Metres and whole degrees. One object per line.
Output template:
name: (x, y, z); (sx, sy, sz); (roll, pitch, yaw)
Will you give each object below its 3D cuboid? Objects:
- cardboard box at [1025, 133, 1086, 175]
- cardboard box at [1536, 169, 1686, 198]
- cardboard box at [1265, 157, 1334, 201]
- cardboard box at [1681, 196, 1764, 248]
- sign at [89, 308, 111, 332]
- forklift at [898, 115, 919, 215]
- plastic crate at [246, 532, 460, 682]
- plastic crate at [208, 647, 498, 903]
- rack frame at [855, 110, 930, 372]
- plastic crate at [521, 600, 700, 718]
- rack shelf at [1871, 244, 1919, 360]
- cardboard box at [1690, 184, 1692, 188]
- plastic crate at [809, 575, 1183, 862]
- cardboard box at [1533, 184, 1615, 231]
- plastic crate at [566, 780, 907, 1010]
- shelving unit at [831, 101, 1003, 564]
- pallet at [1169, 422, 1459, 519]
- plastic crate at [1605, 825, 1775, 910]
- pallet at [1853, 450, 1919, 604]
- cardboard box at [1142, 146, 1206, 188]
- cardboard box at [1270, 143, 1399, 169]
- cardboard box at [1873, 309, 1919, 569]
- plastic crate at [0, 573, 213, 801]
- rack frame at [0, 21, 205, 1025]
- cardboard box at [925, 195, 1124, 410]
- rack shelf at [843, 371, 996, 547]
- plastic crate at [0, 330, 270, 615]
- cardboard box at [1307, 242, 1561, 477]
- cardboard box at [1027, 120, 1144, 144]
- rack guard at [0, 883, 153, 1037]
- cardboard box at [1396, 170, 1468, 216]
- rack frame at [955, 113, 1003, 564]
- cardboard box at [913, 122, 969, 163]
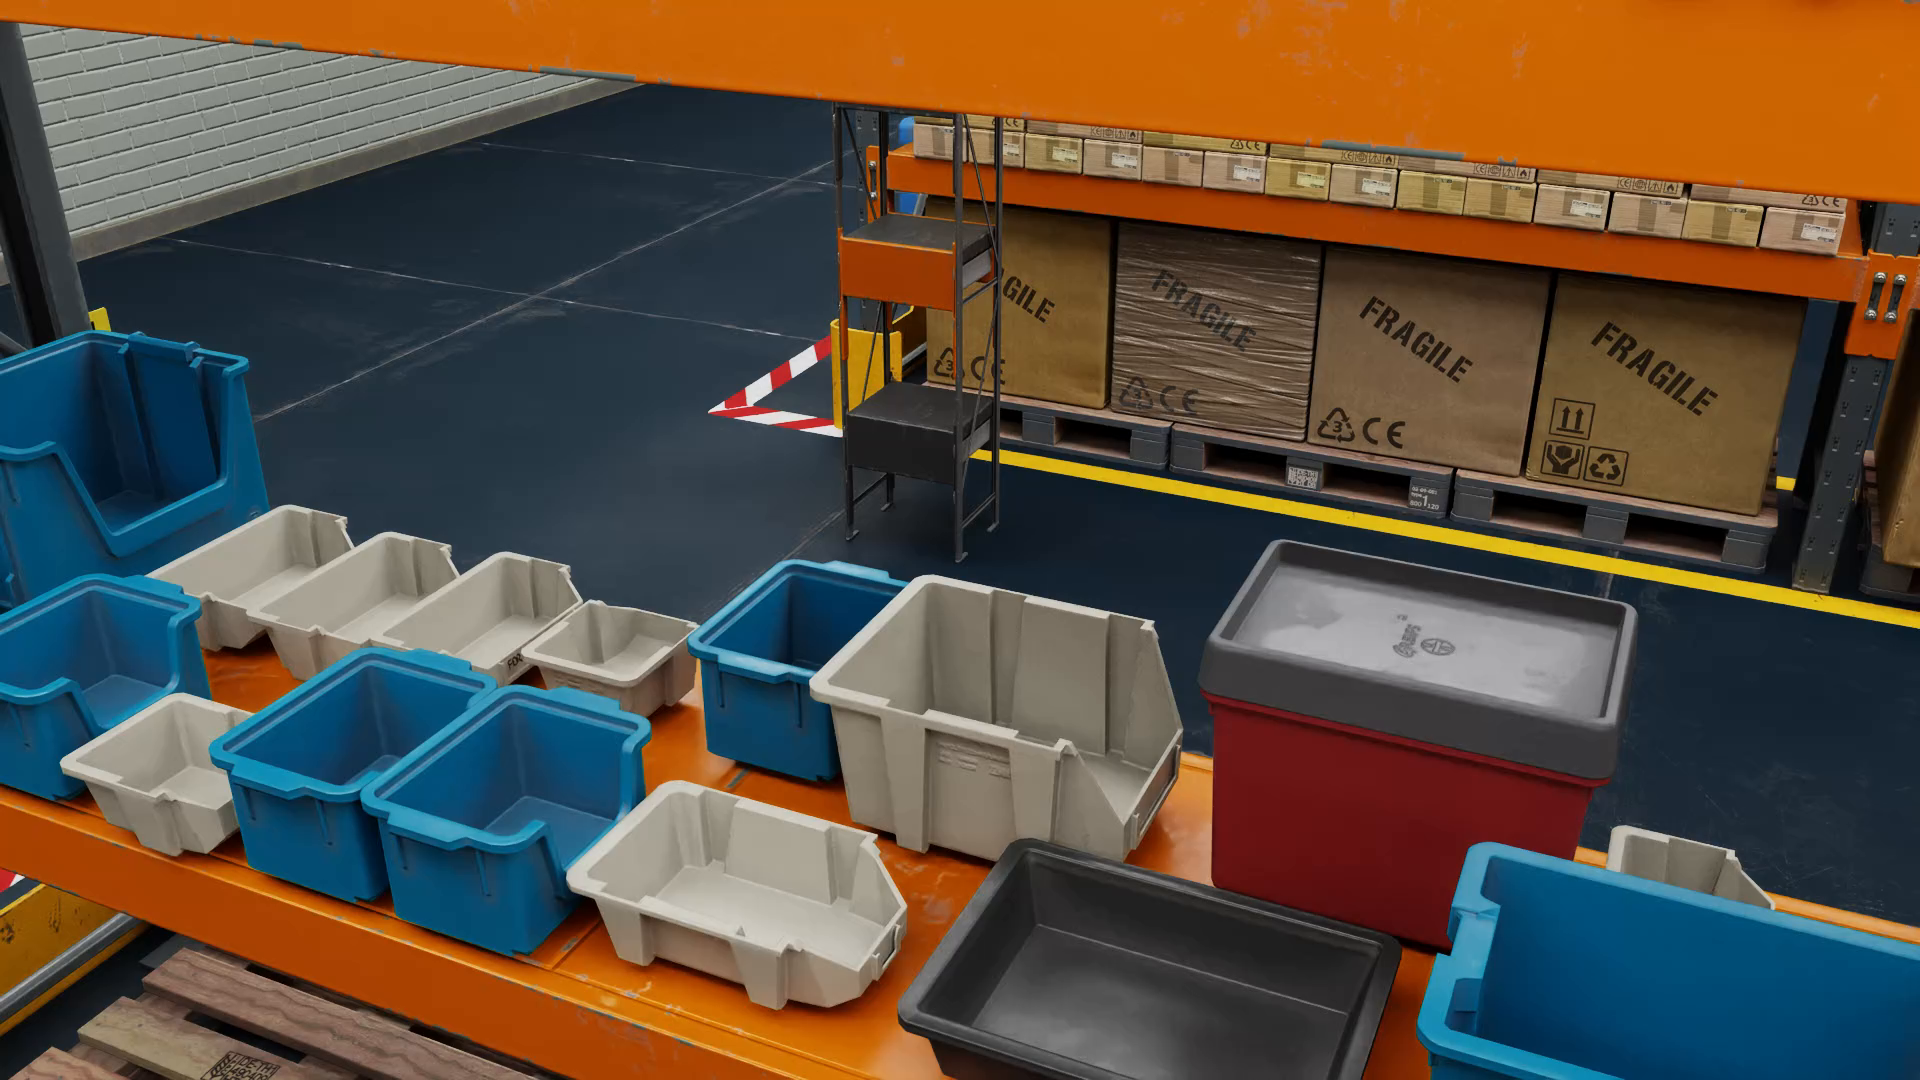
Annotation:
cardboard box: (0.458, -1.672, 7.035); (0.250, 0.149, 0.380); (11, 28, 21)
cardboard box: (2.463, -1.479, 6.192); (0.500, 0.250, 0.500); (12, 29, 23)
cardboard box: (1.391, -1.485, 6.654); (0.250, 0.149, 0.380); (11, 28, 21)
cardboard box: (2.797, -1.203, 6.081); (0.250, 0.149, 0.380); (12, 29, 23)
sign: (-2.033, -0.382, 3.944); (0.005, 0.325, 0.100); (11, 28, 22)
forklift: (1.230, -2.605, 8.723); (3.031, 2.935, 1.130); (8, 27, 15)
plastic crate: (-1.171, 0.142, 3.296); (0.243, 0.136, 0.396); (11, 28, 22)
plastic crate: (-0.959, 0.382, 2.699); (0.300, 0.233, 0.416); (11, 28, 22)
rack frame: (-0.196, -2.076, 7.570); (0.127, 3.000, 1.000); (11, 28, 22)
plastic crate: (-0.630, 0.230, 3.117); (0.250, 0.136, 0.298); (11, 28, 22)
rack shelf: (5.266, -0.656, 5.501); (4.000, 0.370, 1.077); (11, 28, 22)
cardboard box: (2.834, -1.515, 6.716); (0.250, 0.149, 0.380); (12, 29, 23)
plastic crate: (0.081, 0.320, 2.770); (0.530, 0.282, 0.437); (11, 28, 22)
cardboard box: (2.330, -1.297, 6.272); (0.250, 0.149, 0.380); (12, 29, 23)
plastic crate: (-0.315, 0.541, 2.486); (0.466, 0.136, 0.293); (11, 28, 22)
shelving unit: (-0.151, -0.972, 6.348); (0.503, 2.100, 0.431); (11, 28, 22)
pallet: (1.671, -0.486, 7.499); (1.213, 0.211, 1.003); (11, 28, 22)
plastic crate: (1.030, 0.596, 2.374); (0.243, 0.136, 0.396); (11, 28, 22)
pallet: (4.179, 0.017, 6.476); (1.213, 0.211, 1.003); (11, 28, 22)
cardboard box: (0.927, -1.578, 6.844); (0.250, 0.149, 0.380); (11, 28, 21)
cardboard box: (1.538, -1.667, 6.572); (0.500, 0.250, 0.500); (11, 28, 21)
cardboard box: (4.036, -0.471, 6.240); (0.875, 0.875, 1.225); (11, 28, 22)
plastic crate: (-1.559, 0.262, 2.944); (0.300, 0.233, 0.416); (11, 28, 22)
rack frame: (-2.246, -0.084, 3.525); (0.127, 3.000, 1.000); (11, 28, 22)
cardboard box: (0.420, -1.226, 7.774); (0.875, 0.875, 0.875); (11, 28, 22)
rack shelf: (-0.151, -0.332, 6.663); (0.480, 0.518, 0.431); (11, 28, 22)
plastic crate: (-1.864, -0.141, 3.532); (0.499, 0.435, 0.616); (11, 28, 22)
cardboard box: (2.058, -0.897, 7.106); (0.875, 0.875, 0.875); (11, 28, 22)
cardboard box: (0.605, -1.853, 6.951); (0.500, 0.250, 0.500); (11, 28, 21)
rack guard: (-2.274, 1.038, 4.075); (0.348, 0.500, 1.175); (11, 28, 22)
cardboard box: (1.862, -1.390, 6.463); (0.250, 0.149, 0.380); (11, 28, 21)
rack frame: (0.071, -0.928, 6.257); (0.015, 2.100, 0.400); (11, 28, 22)
cardboard box: (-0.009, -1.765, 7.224); (0.250, 0.149, 0.380); (12, 29, 22)
